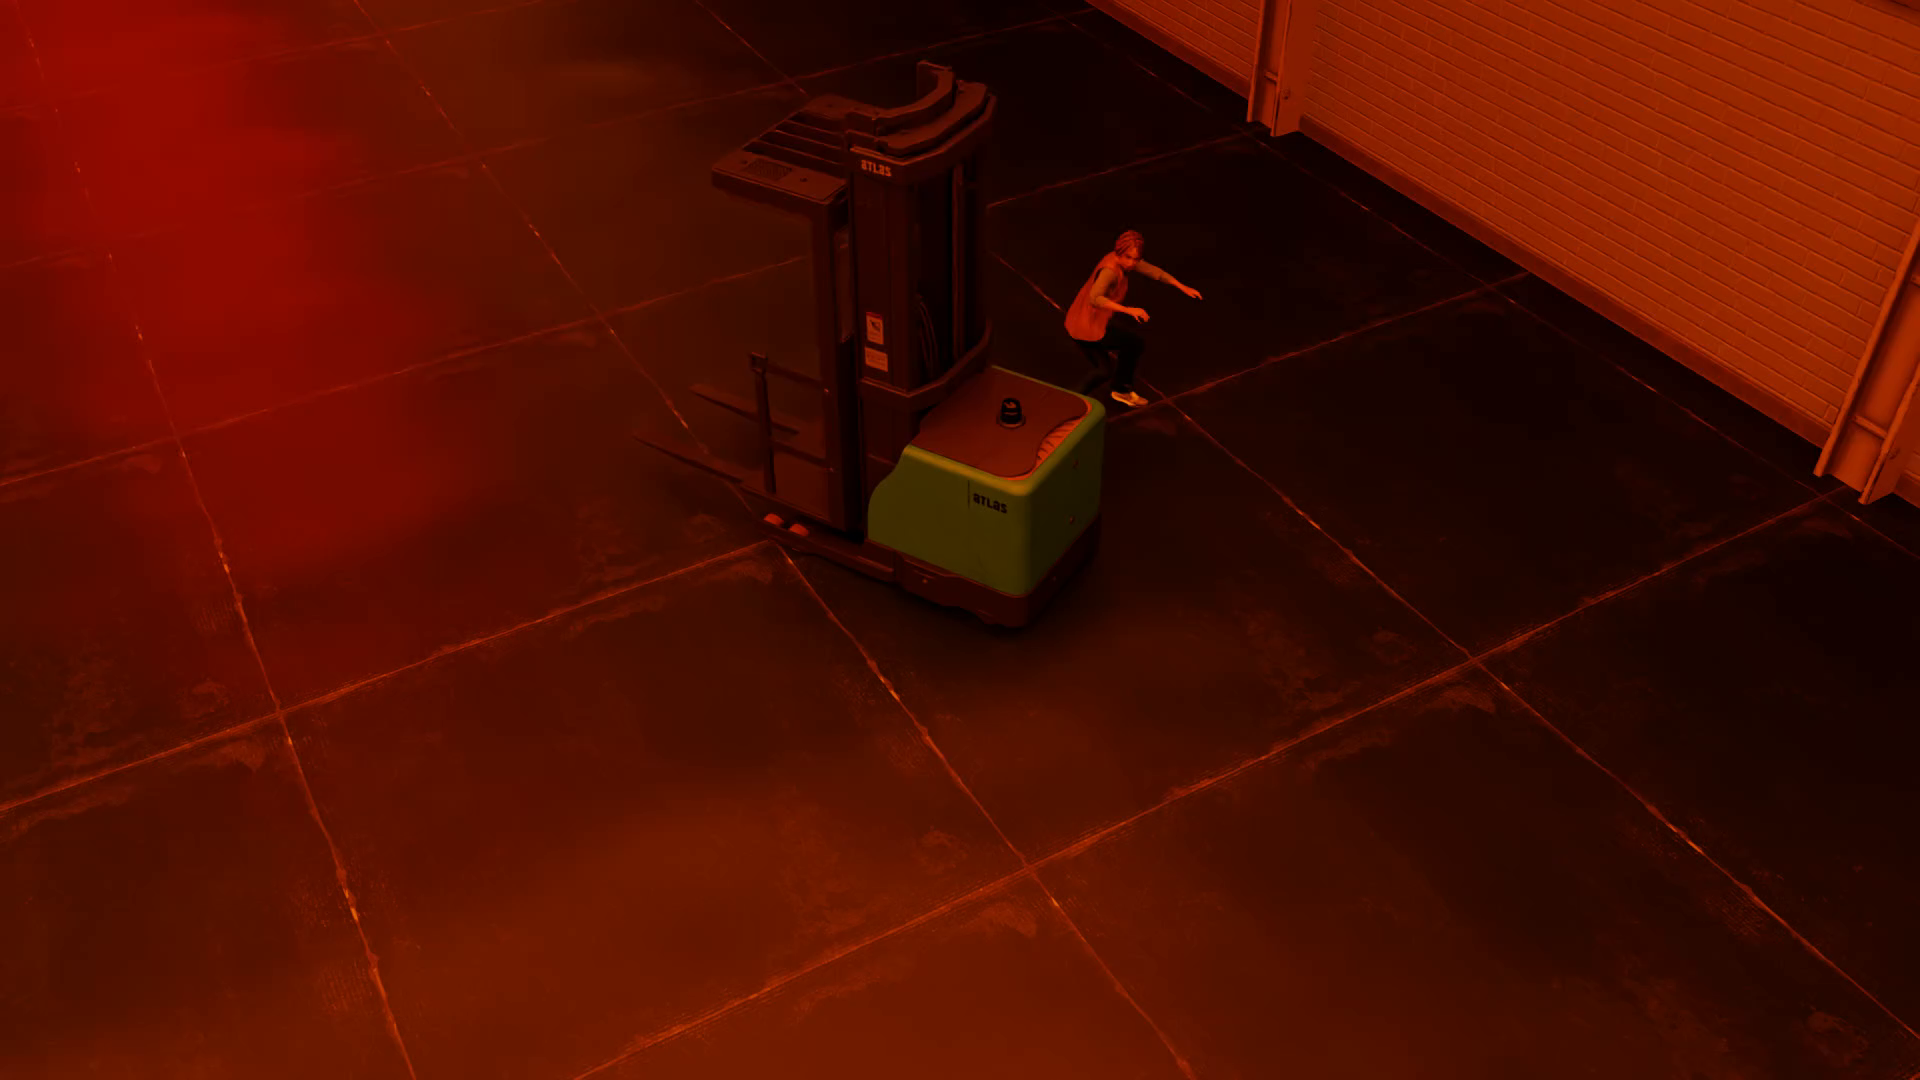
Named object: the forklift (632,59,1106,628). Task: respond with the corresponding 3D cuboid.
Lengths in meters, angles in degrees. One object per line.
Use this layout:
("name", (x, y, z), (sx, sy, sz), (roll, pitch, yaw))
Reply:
("forklift", (-0.668, -1.325, 9.634), (3.031, 2.935, 1.130), (21, 44, 23))

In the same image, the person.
("person", (1.124, -1.350, 10.919), (1.037, 1.374, 0.727), (-7, 40, -8))
